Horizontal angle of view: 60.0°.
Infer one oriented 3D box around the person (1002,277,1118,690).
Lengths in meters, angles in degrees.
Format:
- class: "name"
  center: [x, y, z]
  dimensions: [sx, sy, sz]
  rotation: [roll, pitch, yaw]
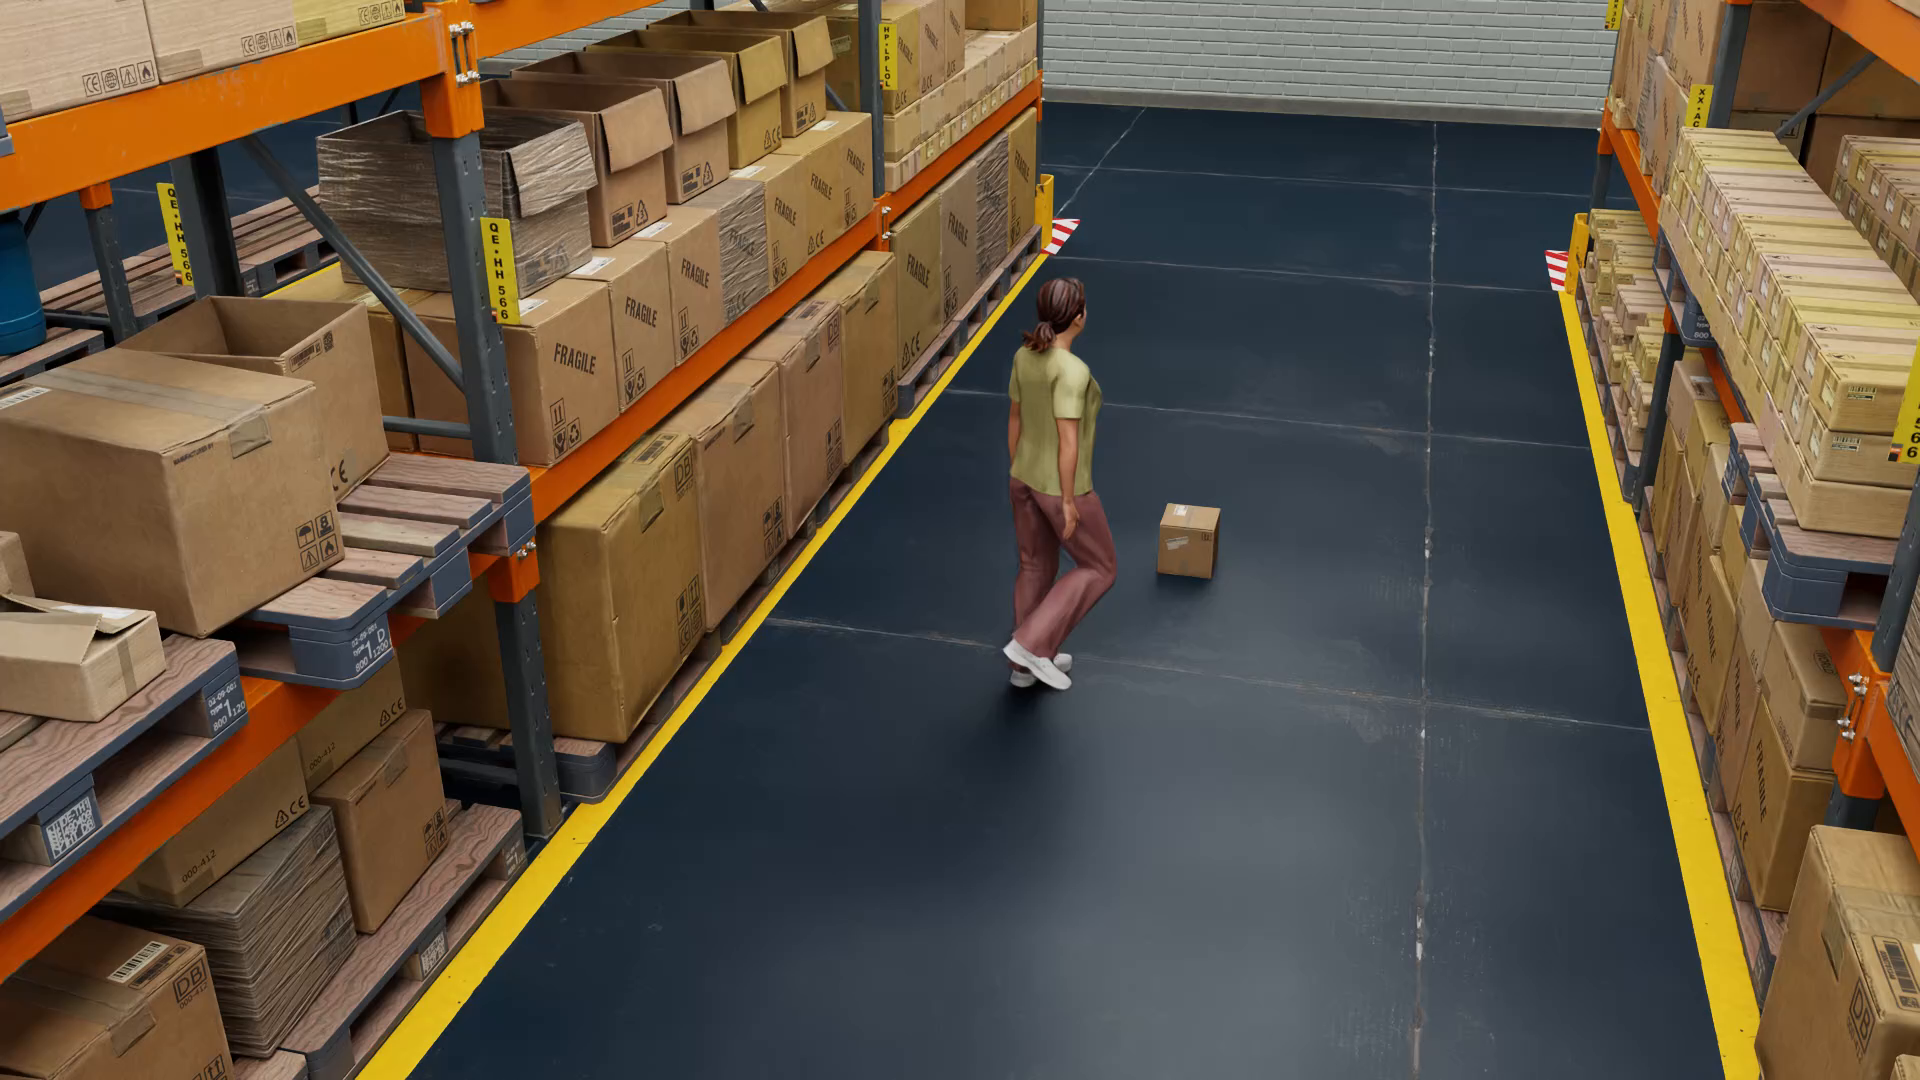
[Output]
- class: "person"
  center: [0.325, -0.185, 6.474]
  dimensions: [0.489, 1.663, 0.508]
  rotation: [-17, 30, -32]
